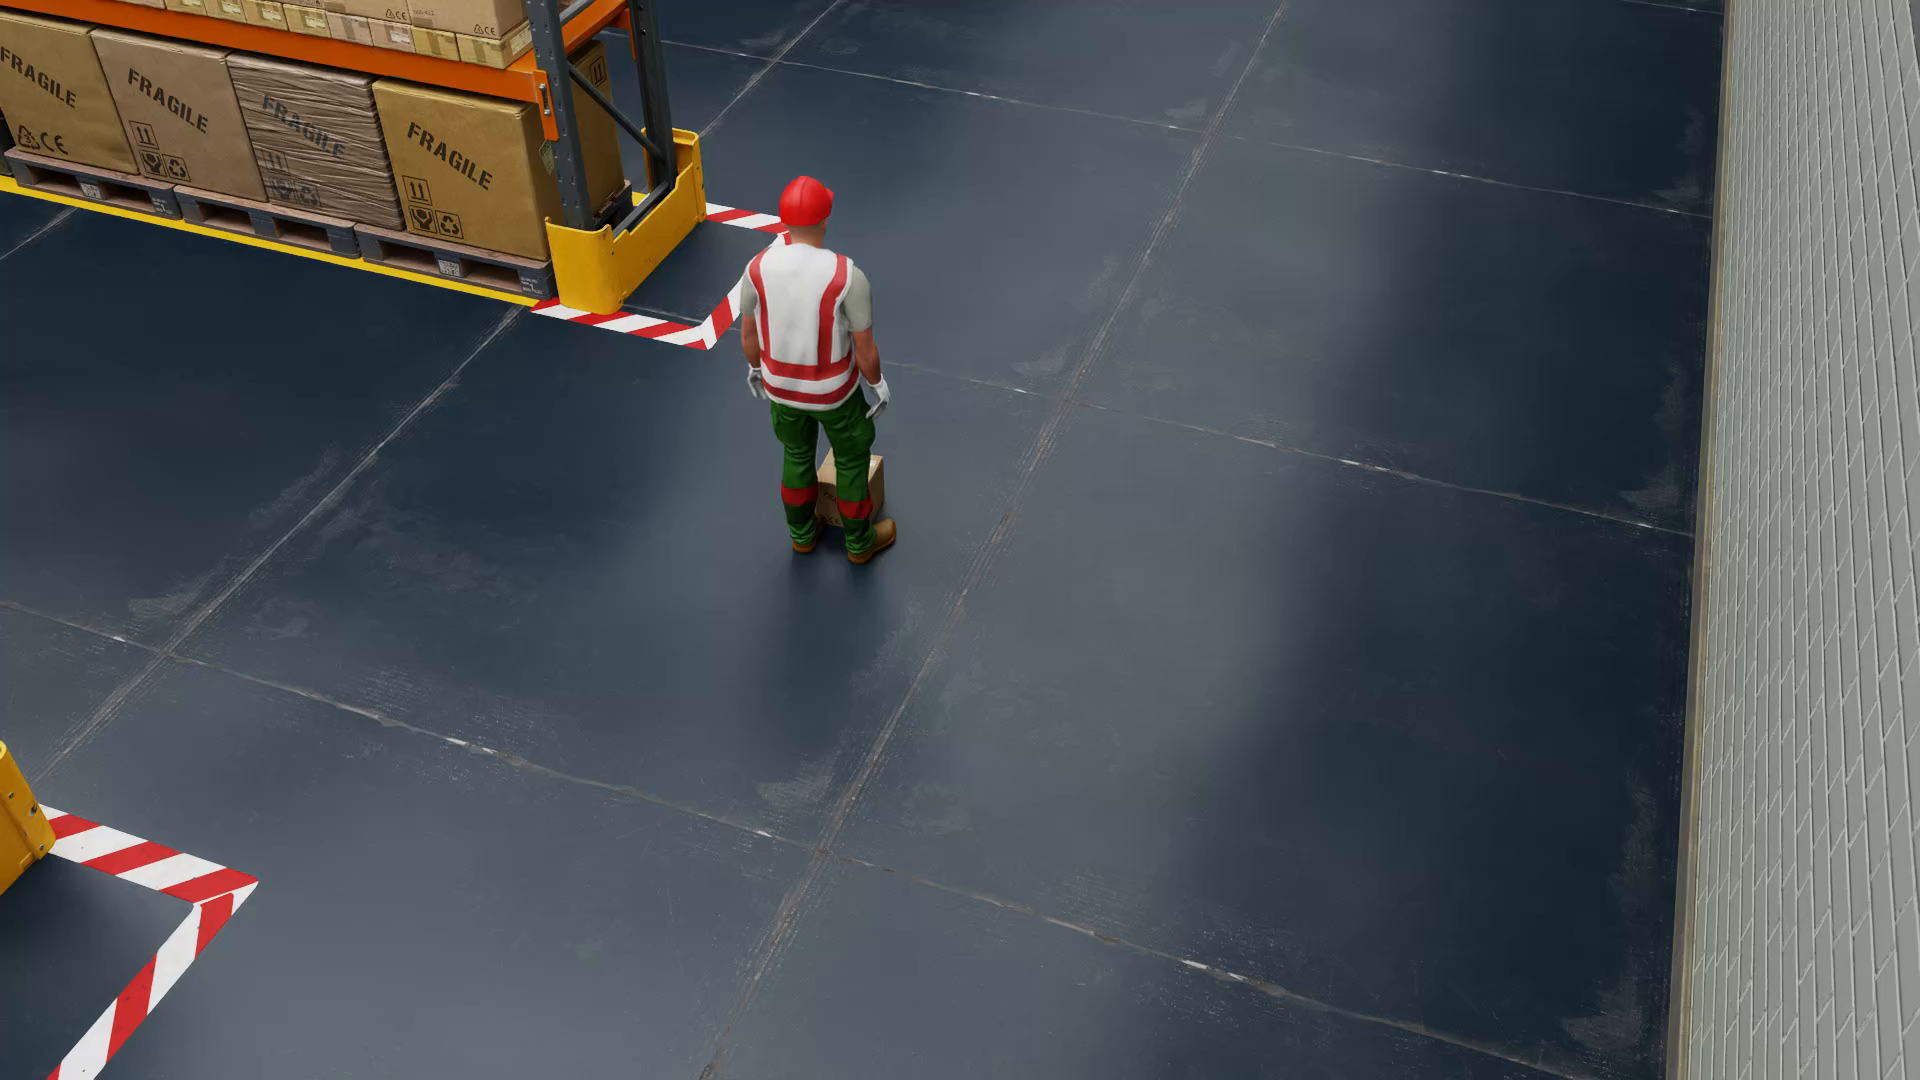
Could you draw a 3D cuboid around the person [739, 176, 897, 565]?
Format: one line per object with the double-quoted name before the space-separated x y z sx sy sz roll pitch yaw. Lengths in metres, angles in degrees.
"person" -0.595 -0.668 6.913 0.618 1.778 0.452 11 42 12
